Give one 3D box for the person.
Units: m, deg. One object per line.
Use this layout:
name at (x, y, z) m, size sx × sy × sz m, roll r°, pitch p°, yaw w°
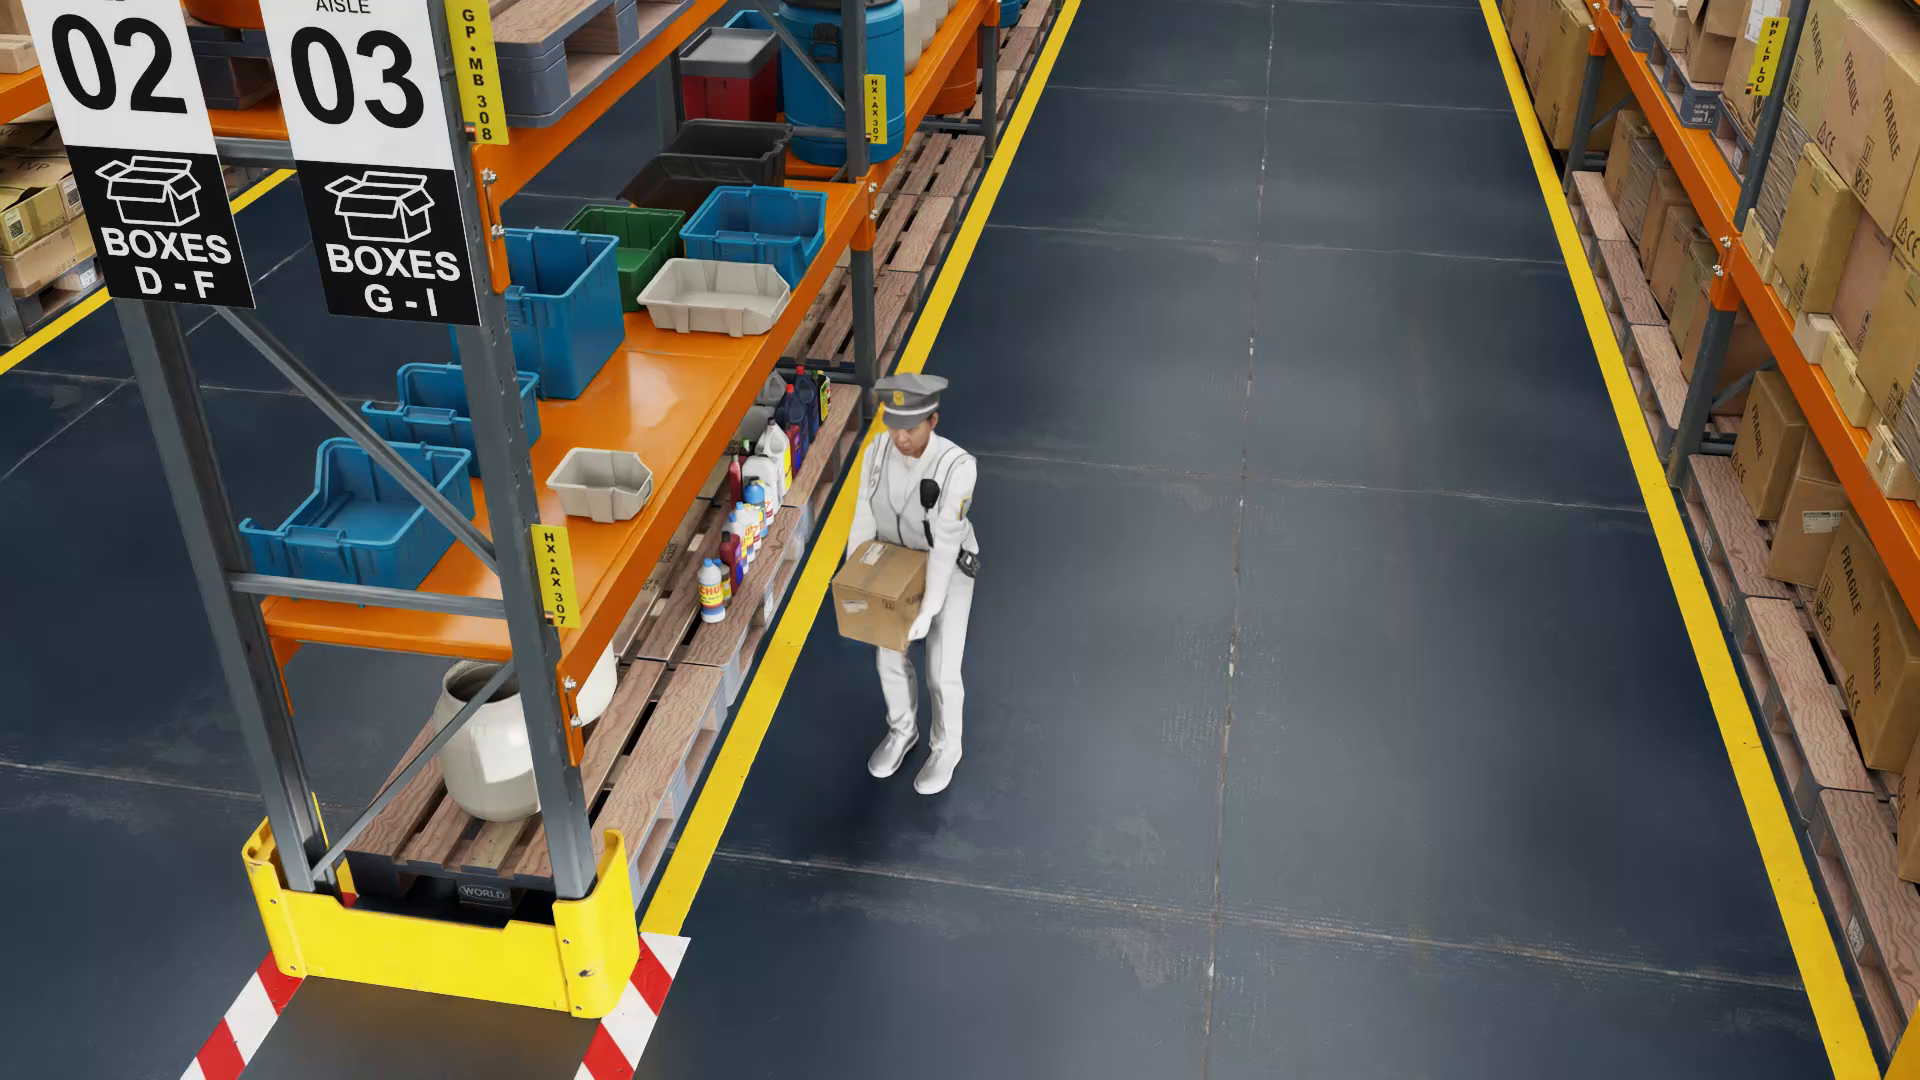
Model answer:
person at (-0.166, 0.169, 5.879) m, size 0.414 × 1.667 × 0.534 m, roll 16°, pitch 36°, yaw 23°
